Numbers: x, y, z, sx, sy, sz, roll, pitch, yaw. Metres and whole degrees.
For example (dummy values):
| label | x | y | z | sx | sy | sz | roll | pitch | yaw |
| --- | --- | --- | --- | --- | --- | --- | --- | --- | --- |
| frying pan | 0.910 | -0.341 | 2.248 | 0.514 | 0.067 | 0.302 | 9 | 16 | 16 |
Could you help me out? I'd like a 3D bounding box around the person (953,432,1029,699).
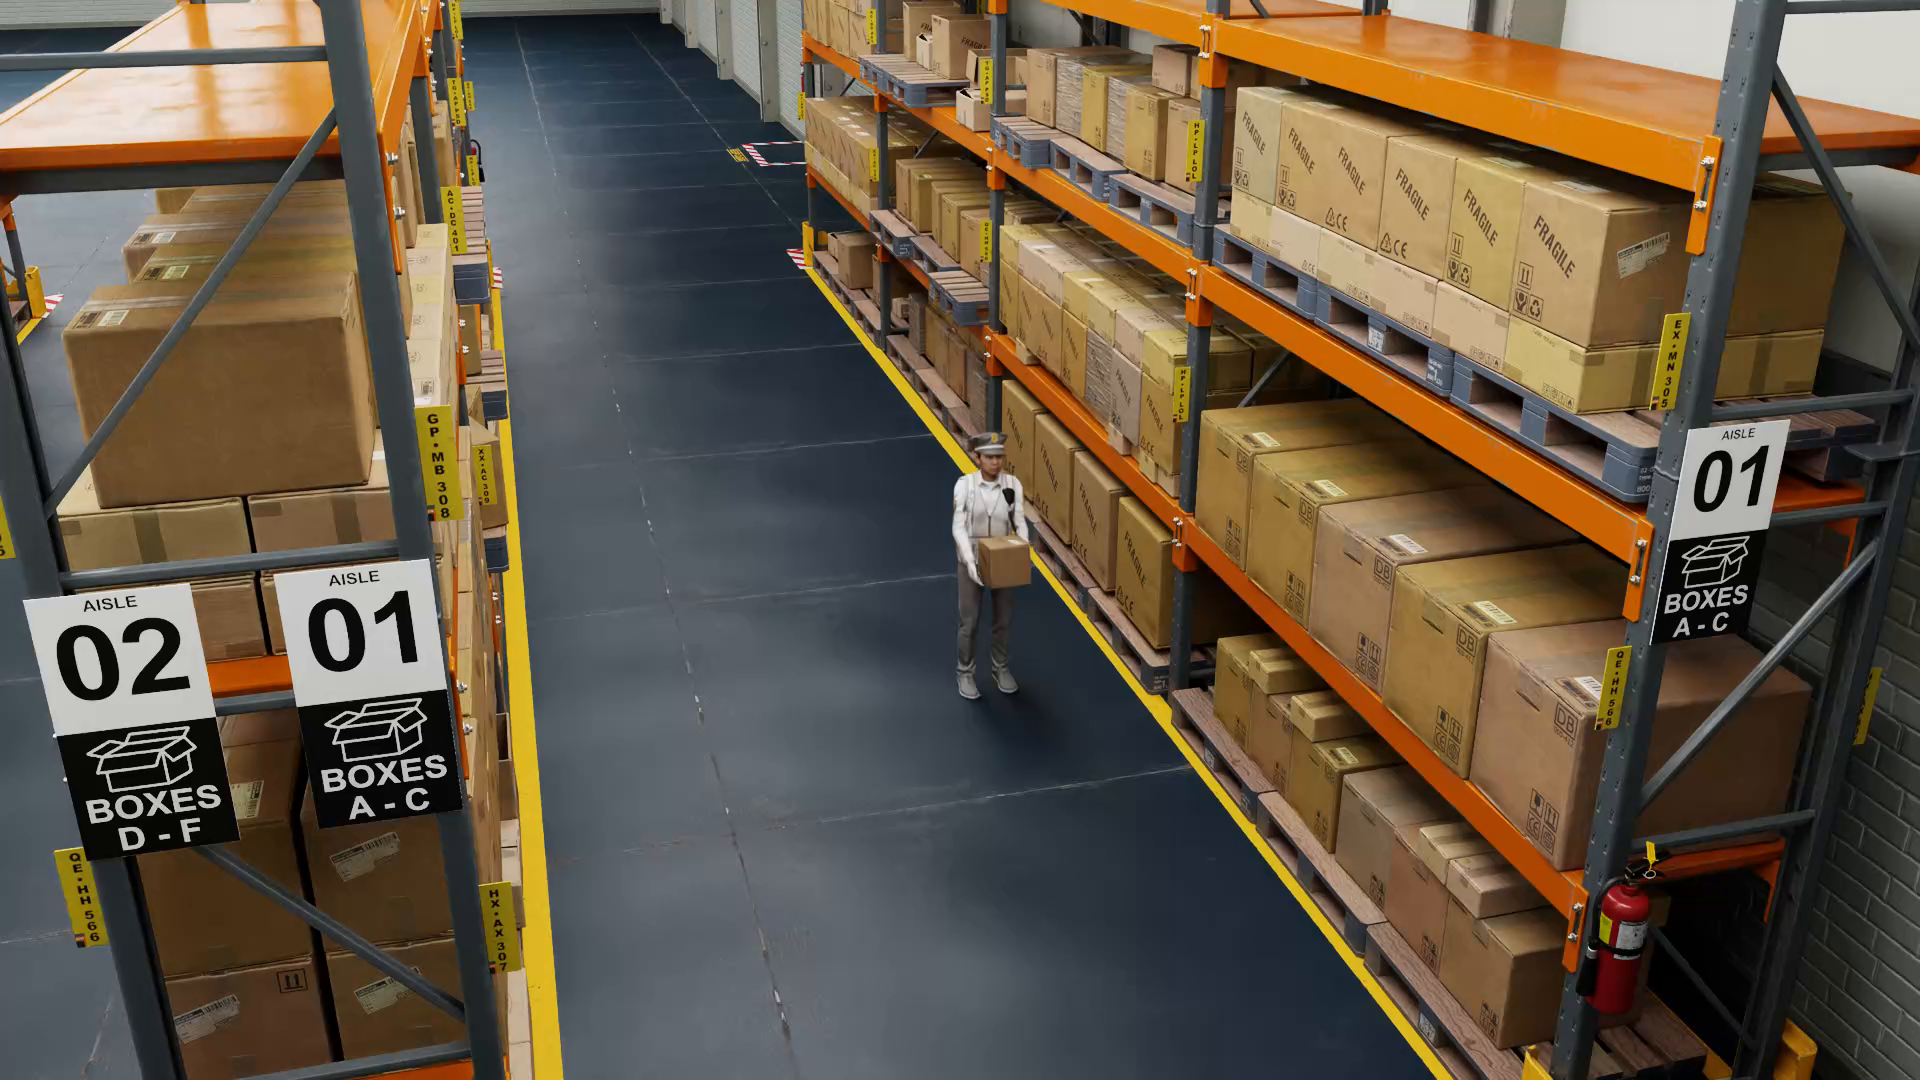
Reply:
| label | x | y | z | sx | sy | sz | roll | pitch | yaw |
| --- | --- | --- | --- | --- | --- | --- | --- | --- | --- |
| person | 0.190 | 0.165 | 10.208 | 0.468 | 1.697 | 0.552 | -3 | 23 | -8 |
